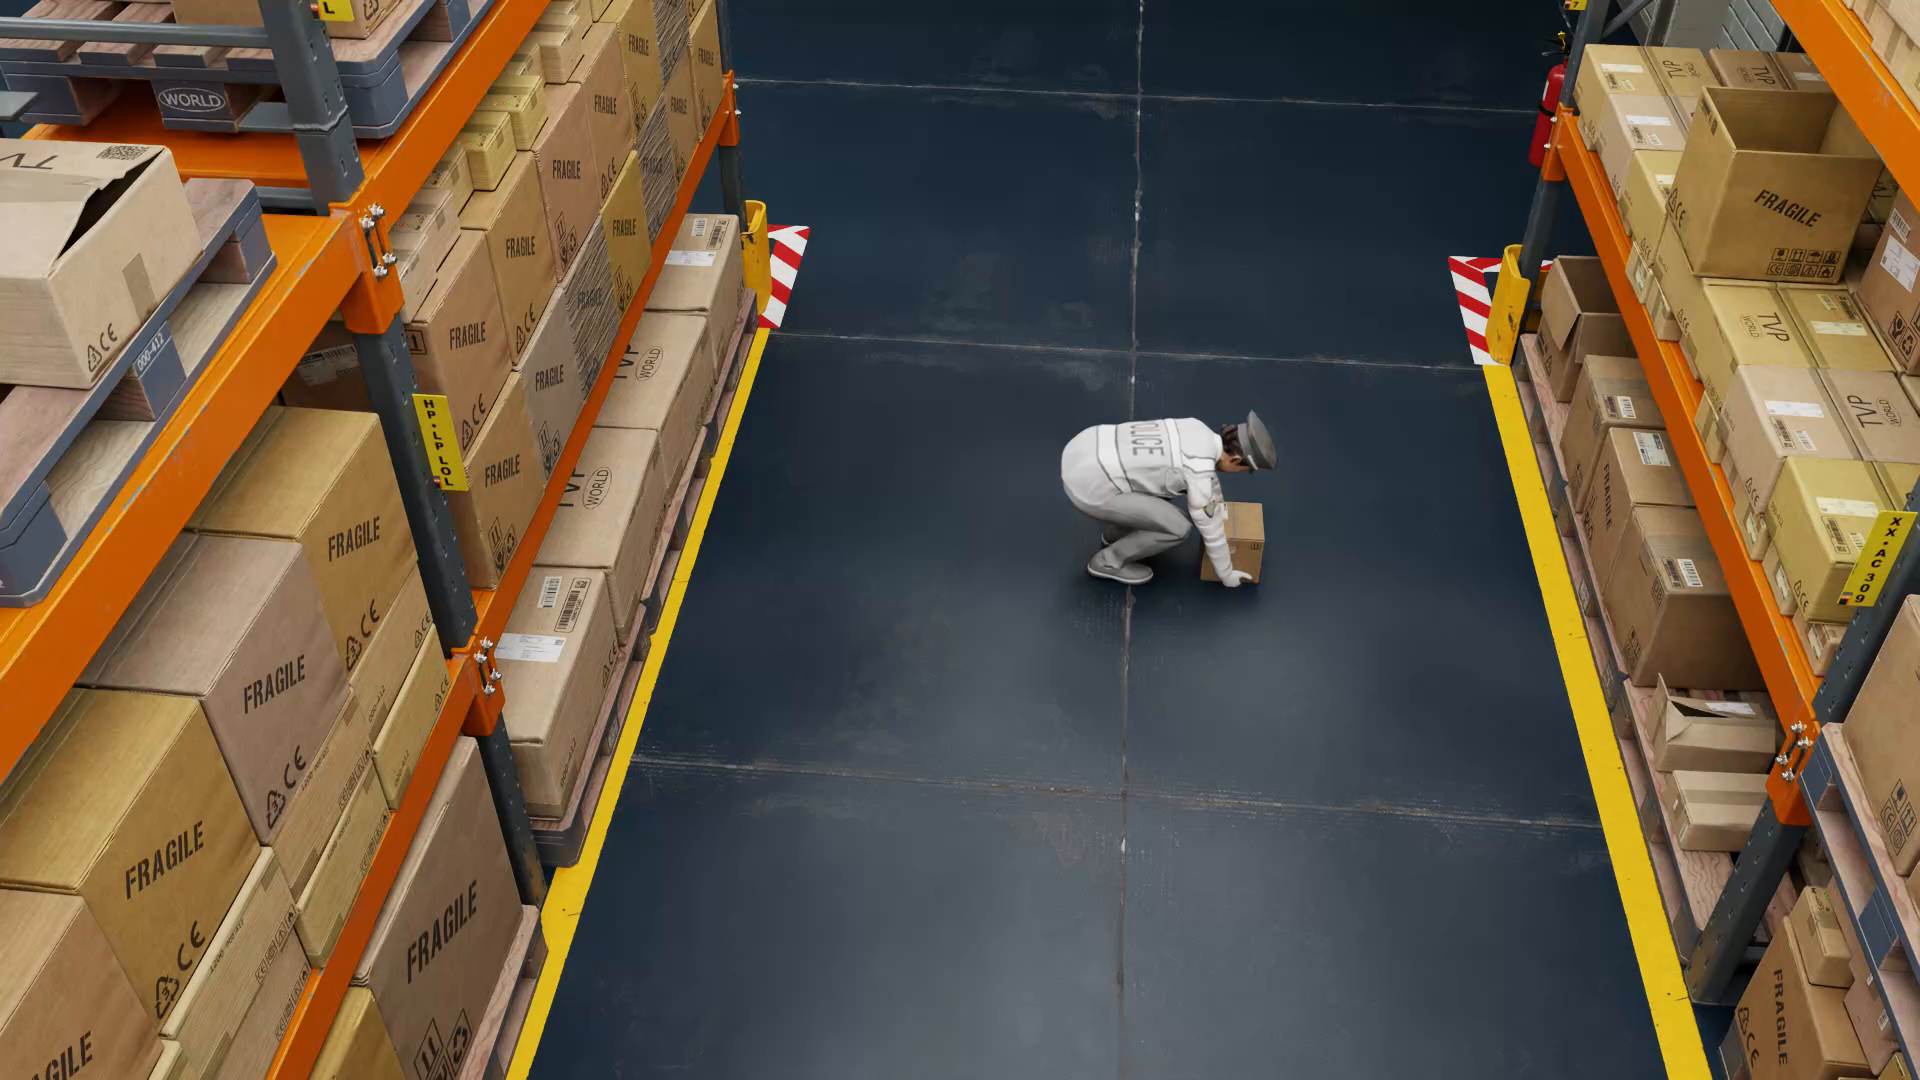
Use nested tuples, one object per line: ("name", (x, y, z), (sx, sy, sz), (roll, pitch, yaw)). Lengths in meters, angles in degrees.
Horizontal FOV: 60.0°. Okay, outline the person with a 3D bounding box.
("person", (0.883, -0.197, 7.102), (0.910, 0.773, 0.449), (2, 40, 3))
